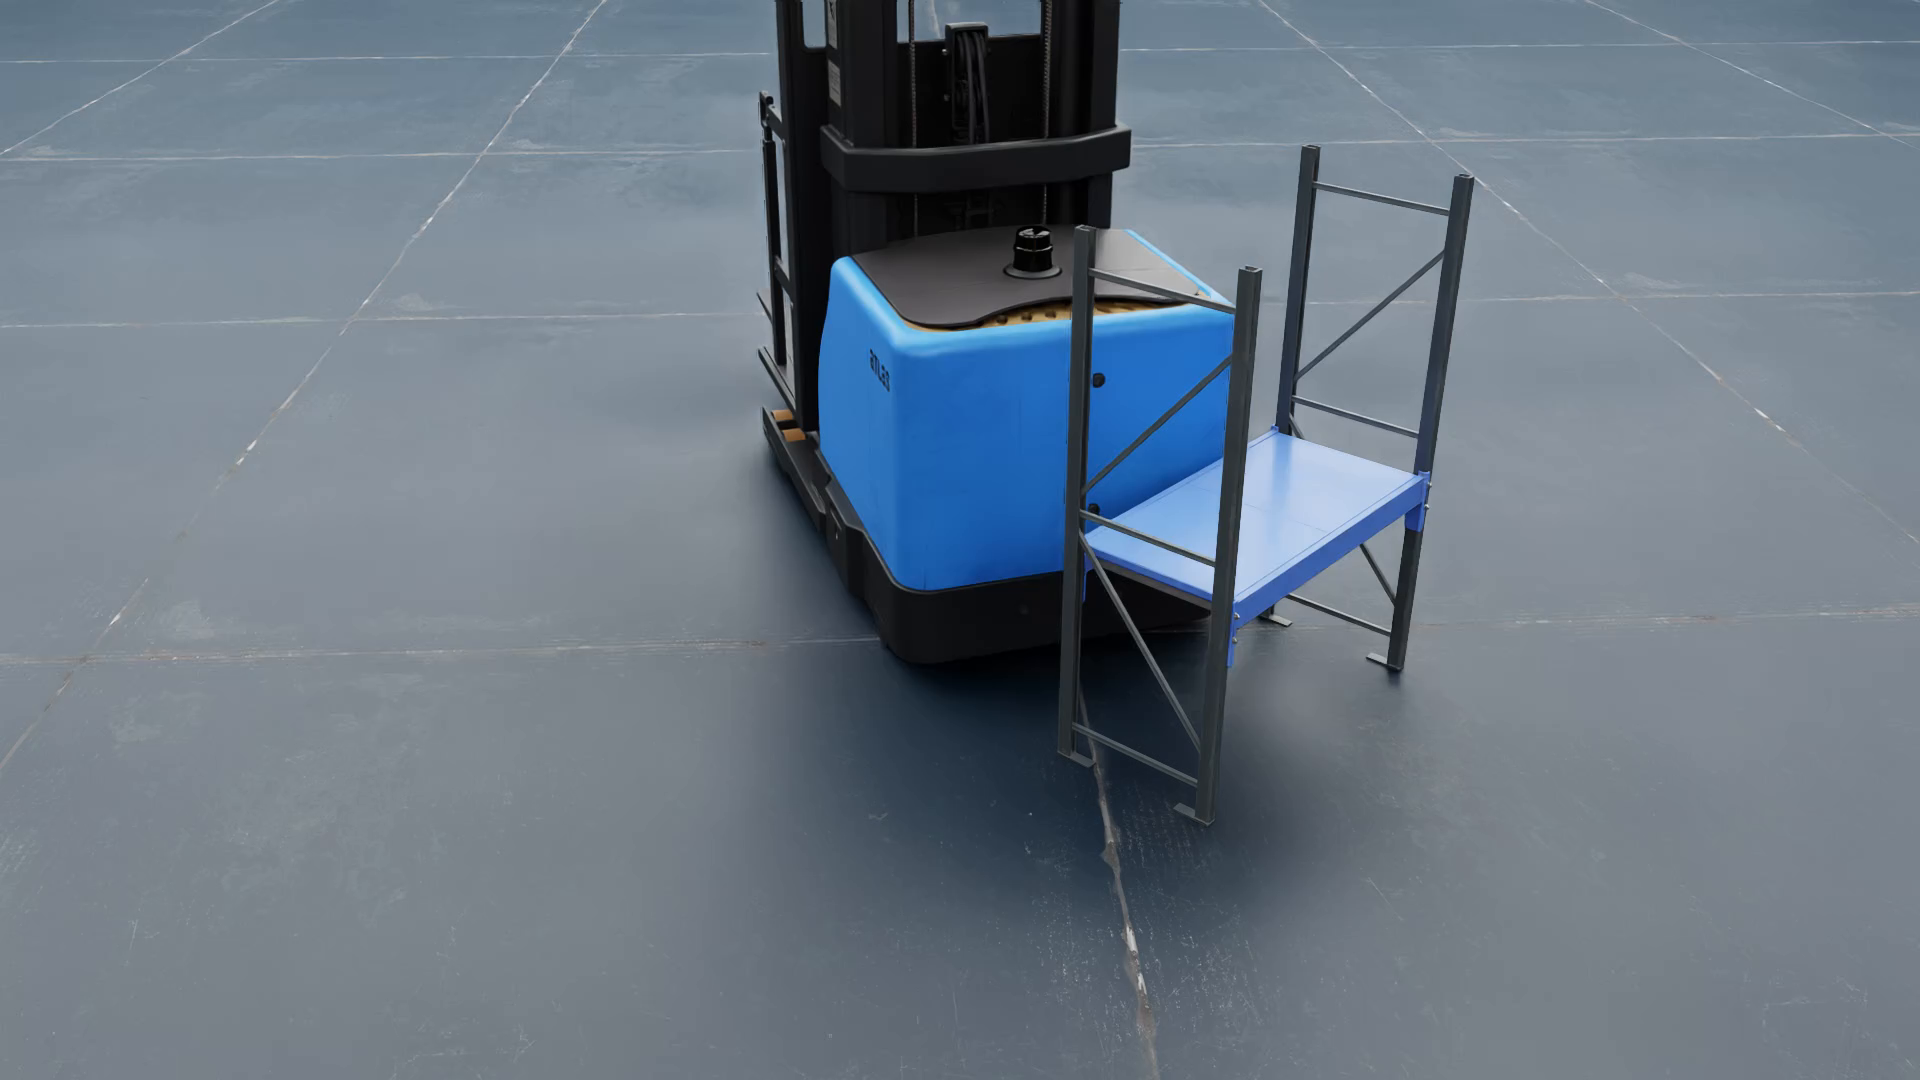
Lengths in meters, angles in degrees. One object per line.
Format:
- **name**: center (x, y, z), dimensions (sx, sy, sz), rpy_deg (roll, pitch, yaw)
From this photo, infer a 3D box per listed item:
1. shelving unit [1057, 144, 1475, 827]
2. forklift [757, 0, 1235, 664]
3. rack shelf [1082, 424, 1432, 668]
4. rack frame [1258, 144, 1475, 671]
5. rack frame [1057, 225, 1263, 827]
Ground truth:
- **shelving unit**: center (0.804, -0.176, 4.466), dimensions (0.538, 1.500, 1.048), rpy_deg (22, 35, 36)
- **forklift**: center (-0.122, -1.599, 5.646), dimensions (1.130, 2.935, 3.031), rpy_deg (-8, 29, -15)
- **rack shelf**: center (0.804, -0.017, 4.550), dimensions (0.538, 0.185, 1.000), rpy_deg (22, 35, 36)
- **rack frame**: center (1.141, -0.352, 4.804), dimensions (0.500, 1.500, 0.032), rpy_deg (22, 35, 36)
- **rack frame**: center (0.467, 0.000, 4.129), dimensions (0.500, 1.500, 0.032), rpy_deg (22, 35, 36)
